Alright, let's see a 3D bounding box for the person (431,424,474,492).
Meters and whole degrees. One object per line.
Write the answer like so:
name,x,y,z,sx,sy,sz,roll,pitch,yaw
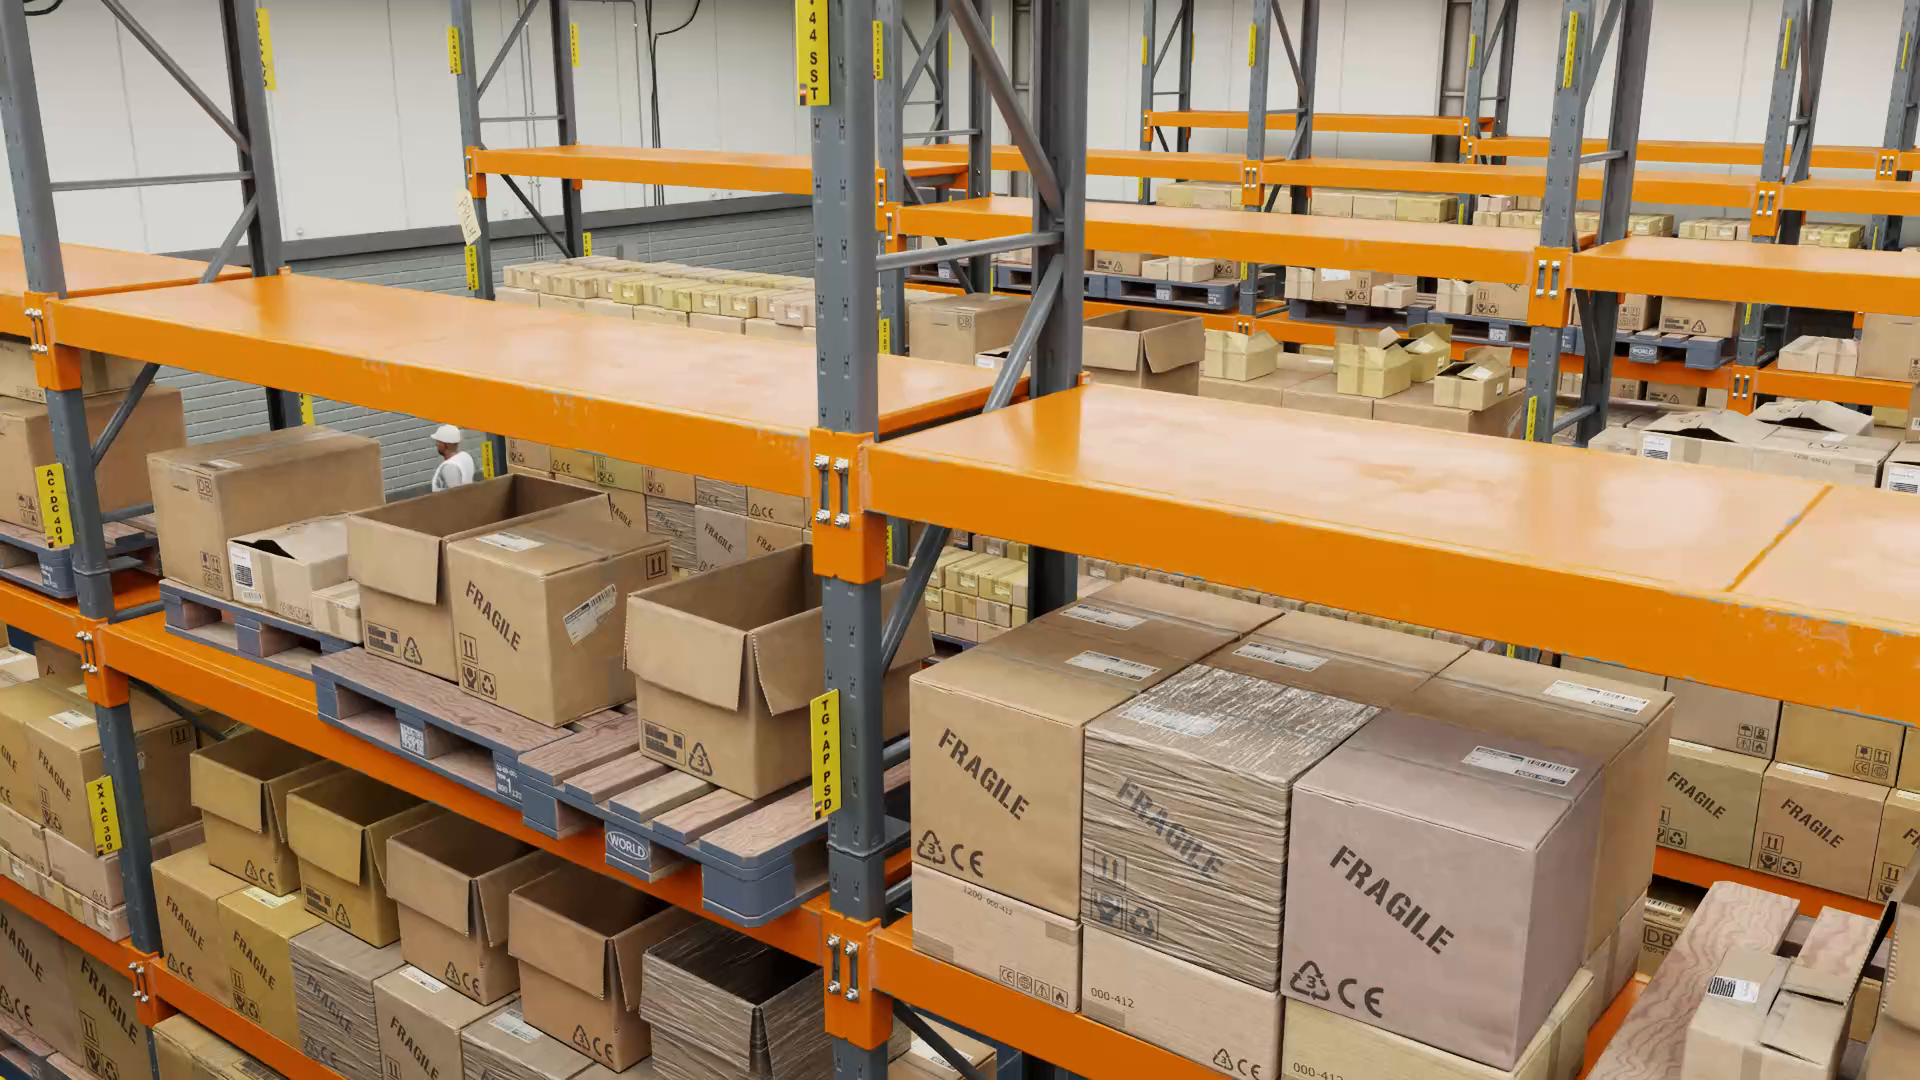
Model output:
person,-4.705,-0.203,15.227,0.913,1.752,0.657,0,16,1
